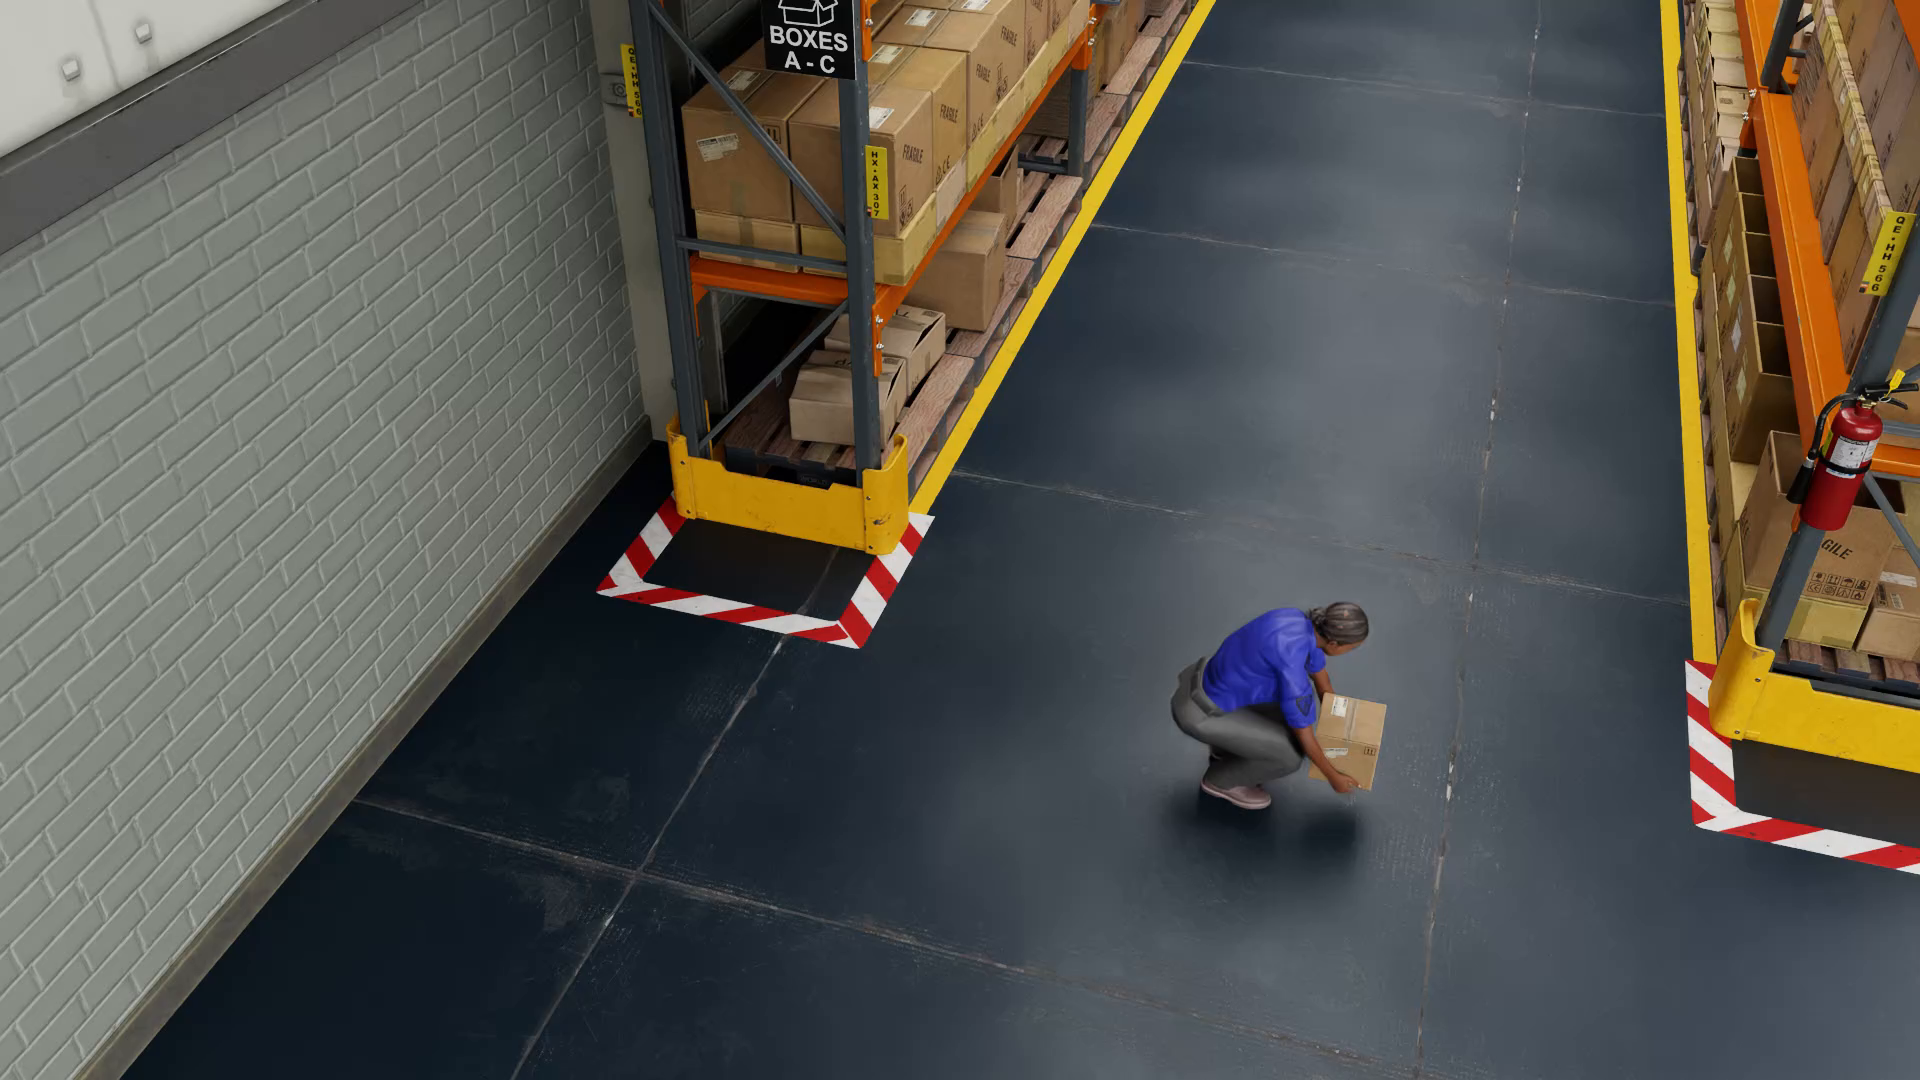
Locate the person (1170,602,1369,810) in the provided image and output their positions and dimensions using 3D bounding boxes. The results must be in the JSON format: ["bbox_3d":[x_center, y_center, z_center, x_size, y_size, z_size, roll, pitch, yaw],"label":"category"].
[{"bbox_3d":[1.257,0.629,6.660,0.801,0.957,0.459,10,38,13],"label":"person"}]
